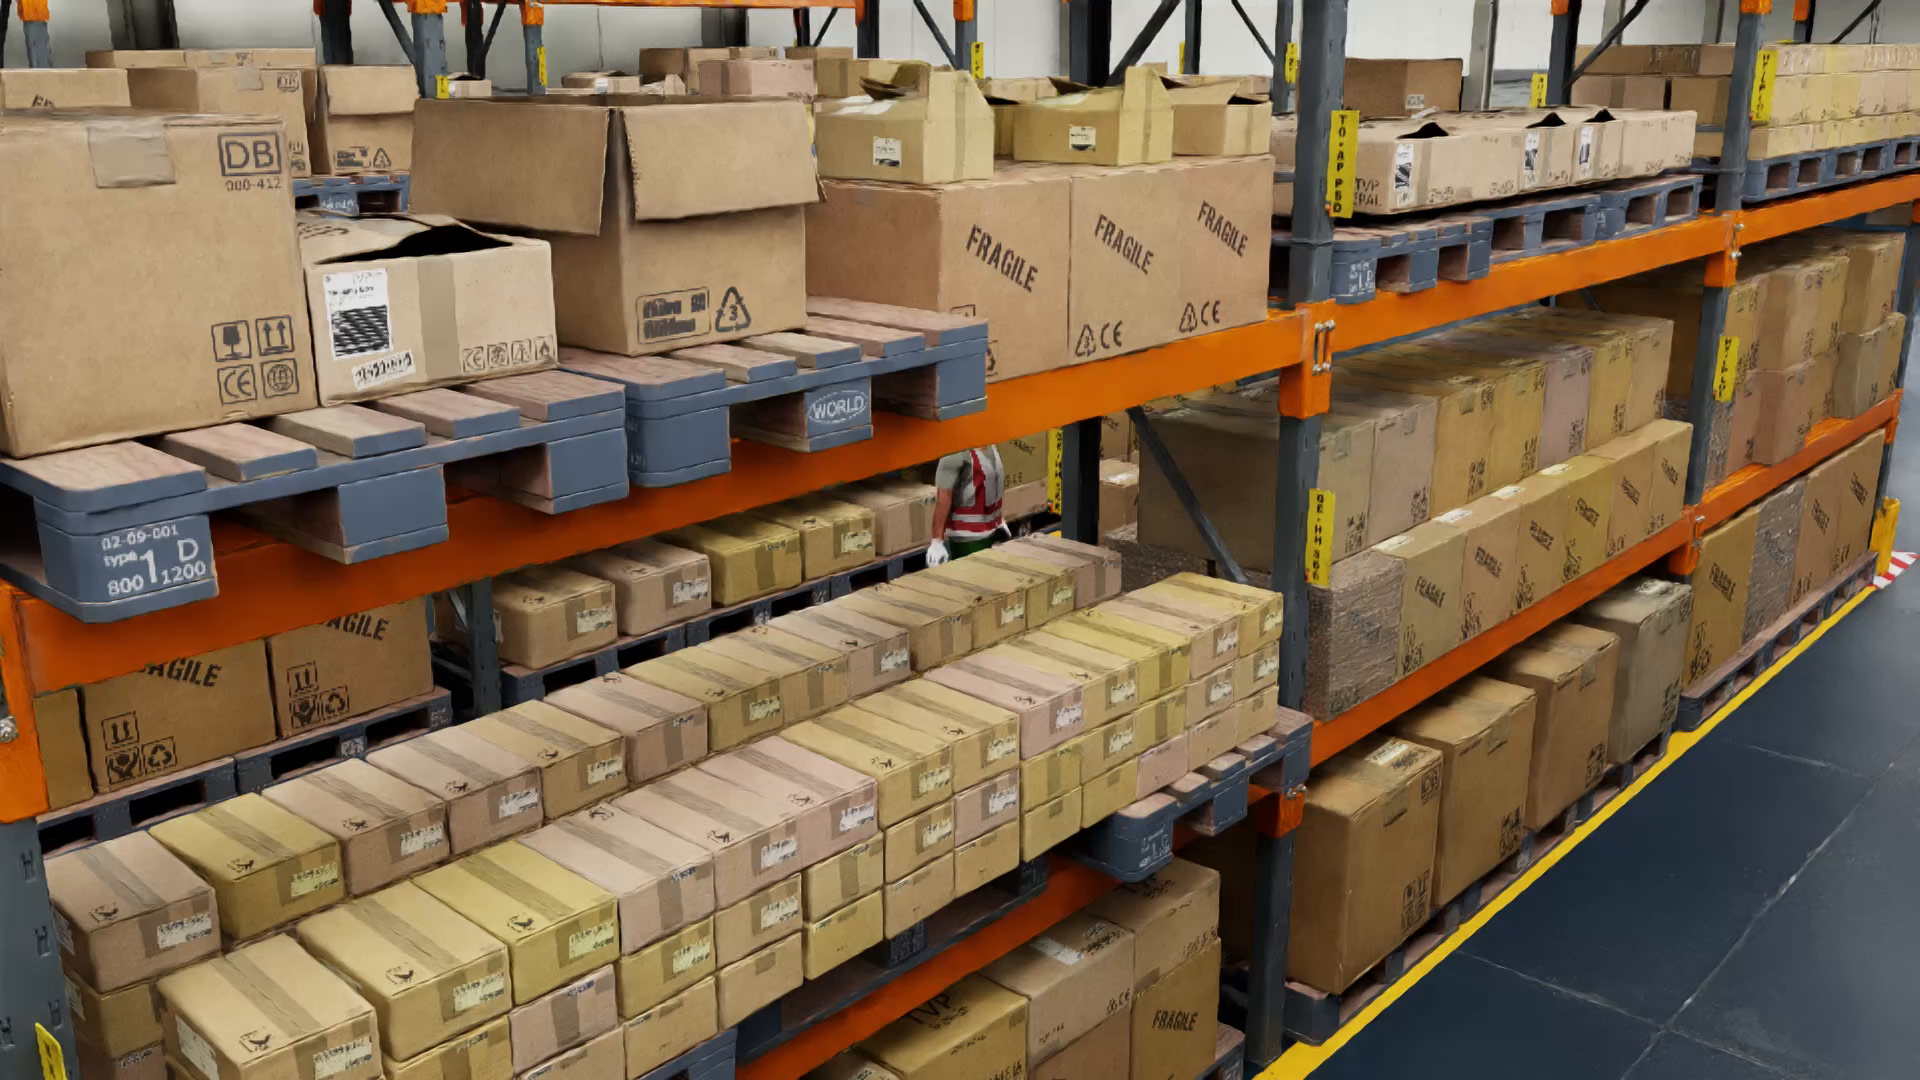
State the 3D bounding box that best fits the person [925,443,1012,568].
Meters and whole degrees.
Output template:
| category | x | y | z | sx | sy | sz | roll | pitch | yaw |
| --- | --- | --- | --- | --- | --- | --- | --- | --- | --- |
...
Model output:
| category | x | y | z | sx | sy | sz | roll | pitch | yaw |
| --- | --- | --- | --- | --- | --- | --- | --- | --- | --- |
| person | 0.056 | -0.013 | 9.545 | 0.680 | 1.783 | 0.741 | 6 | 18 | 20 |
